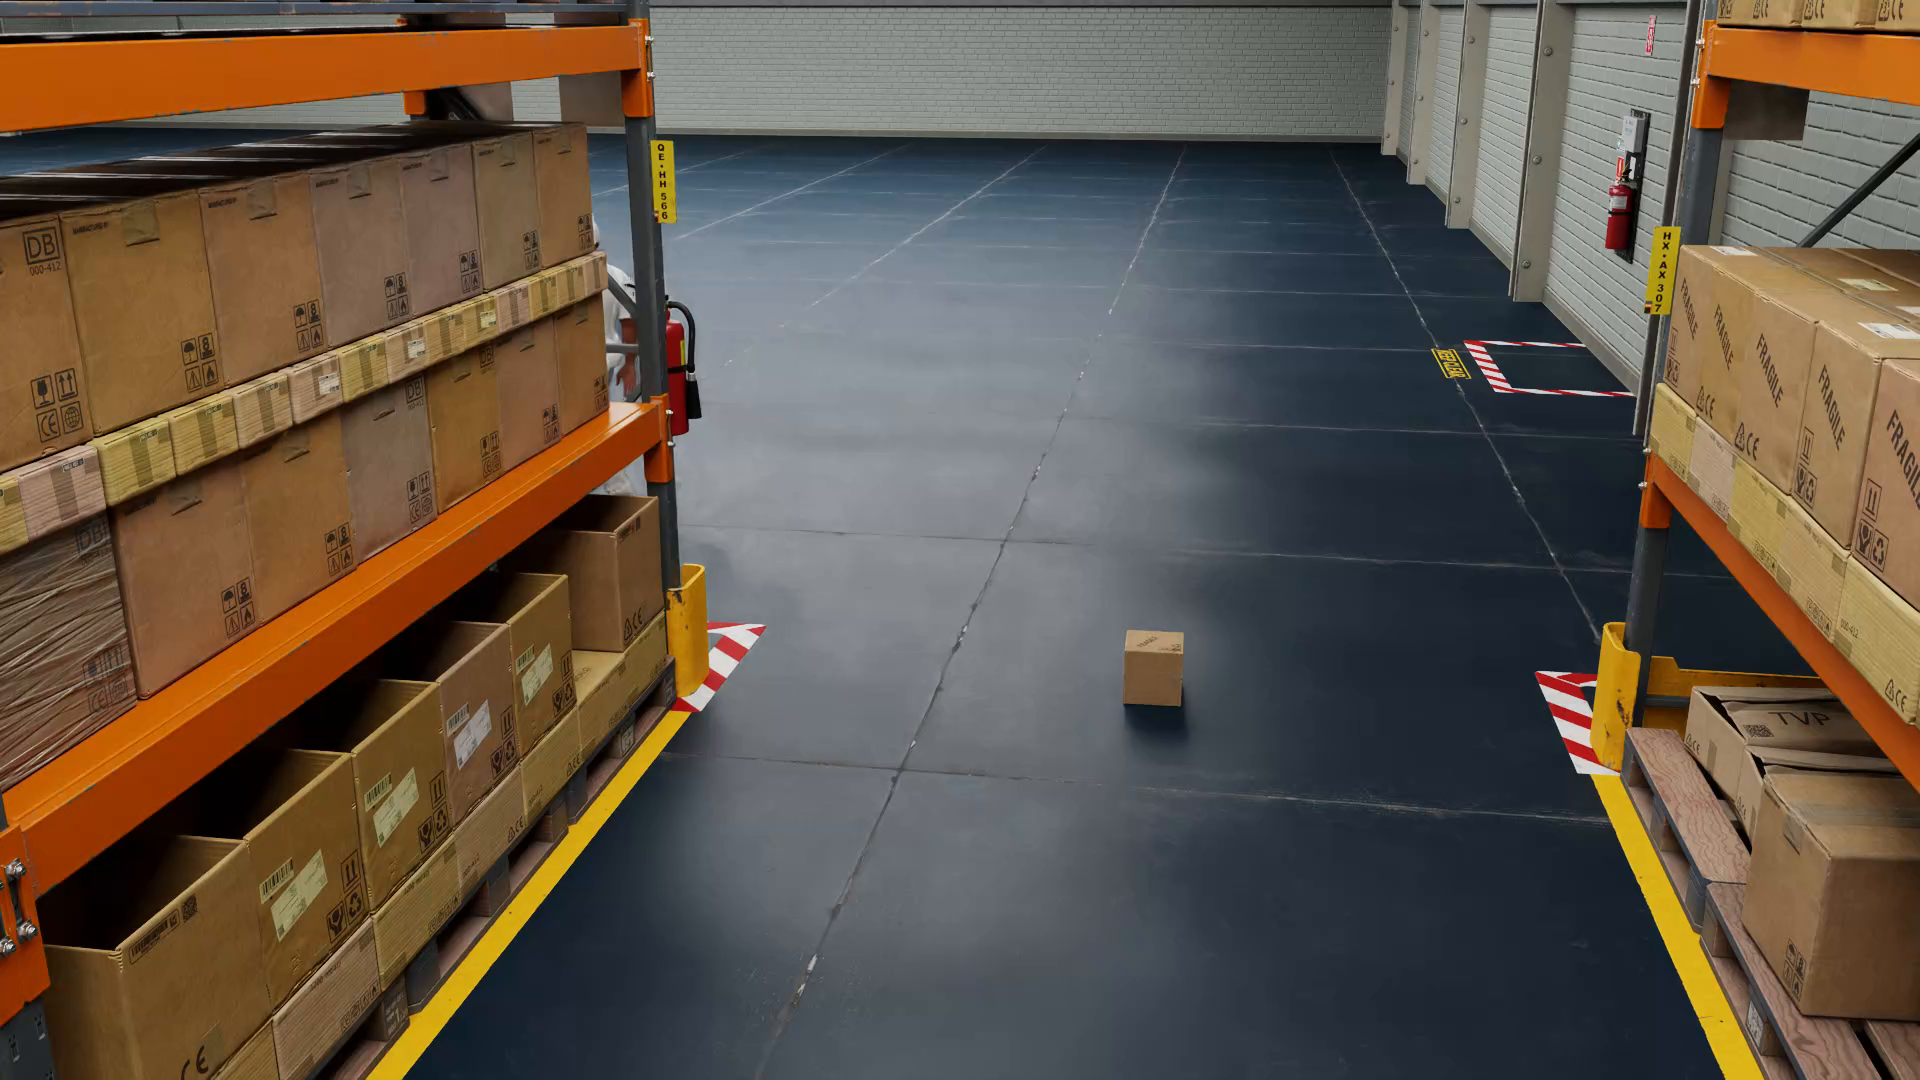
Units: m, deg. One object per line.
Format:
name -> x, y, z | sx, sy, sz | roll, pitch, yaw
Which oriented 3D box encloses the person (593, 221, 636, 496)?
person -> -2.233, -1.046, 9.792 | 0.577, 1.728, 1.002 | -17, 24, -42
